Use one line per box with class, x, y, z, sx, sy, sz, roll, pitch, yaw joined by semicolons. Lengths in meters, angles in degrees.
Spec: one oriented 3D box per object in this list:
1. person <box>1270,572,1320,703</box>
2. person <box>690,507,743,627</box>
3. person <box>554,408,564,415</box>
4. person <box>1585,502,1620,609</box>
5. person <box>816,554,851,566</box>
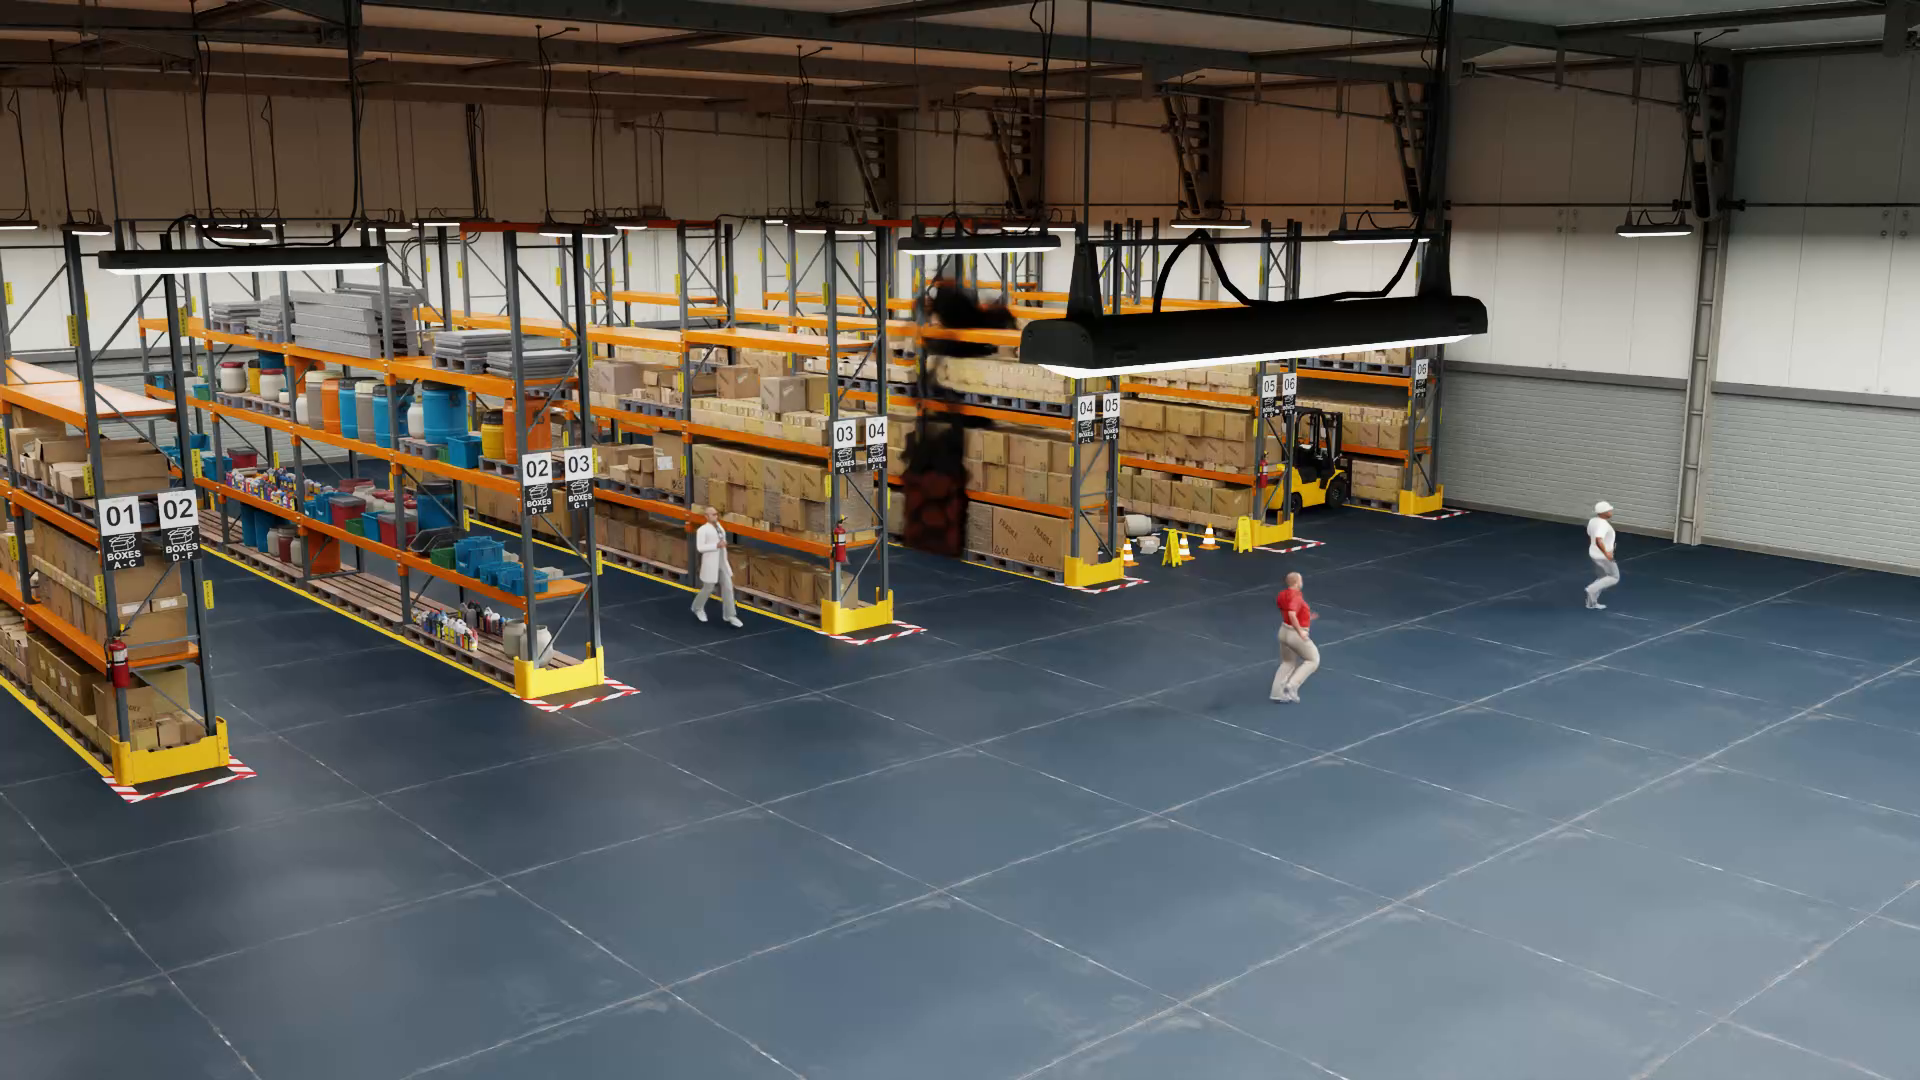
person;4.331;1.248;21.373;0.666;1.706;0.642;-5;12;-22
person;-3.731;0.392;25.256;0.968;1.794;0.698;9;14;37
person;-9.336;-2.214;38.553;0.635;1.721;0.637;-4;12;-19
person;10.171;0.246;26.290;0.576;1.720;0.698;0;11;-1
person;-2.297;-0.412;29.649;0.777;1.753;0.598;10;15;40
